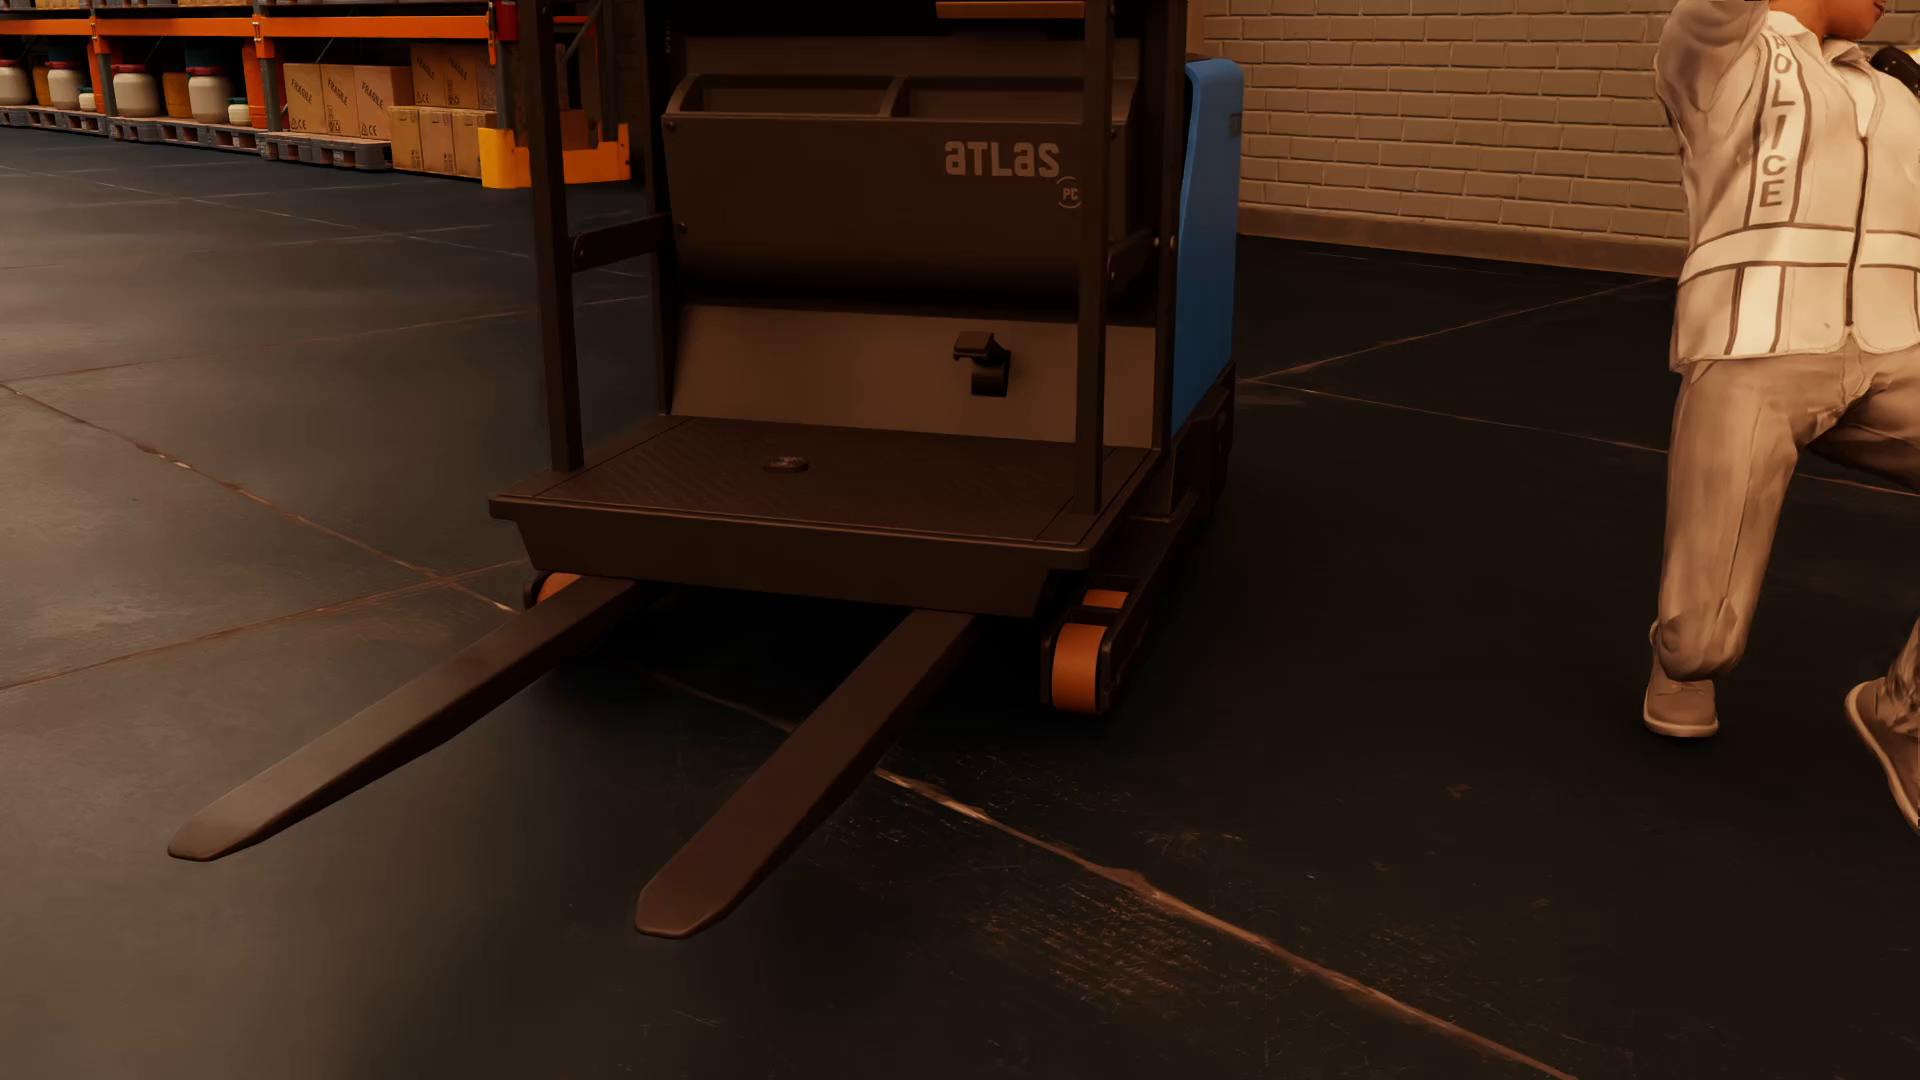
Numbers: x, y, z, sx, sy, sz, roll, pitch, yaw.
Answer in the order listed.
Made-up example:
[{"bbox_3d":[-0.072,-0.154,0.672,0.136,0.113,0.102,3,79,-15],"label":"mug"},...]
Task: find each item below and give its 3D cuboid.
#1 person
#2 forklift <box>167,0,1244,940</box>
[{"bbox_3d":[1.534,-0.324,2.459,1.014,1.509,0.826,-1,17,-4],"label":"person"},{"bbox_3d":[-0.182,-1.221,2.881,1.130,2.935,3.031,5,18,16],"label":"forklift"}]
